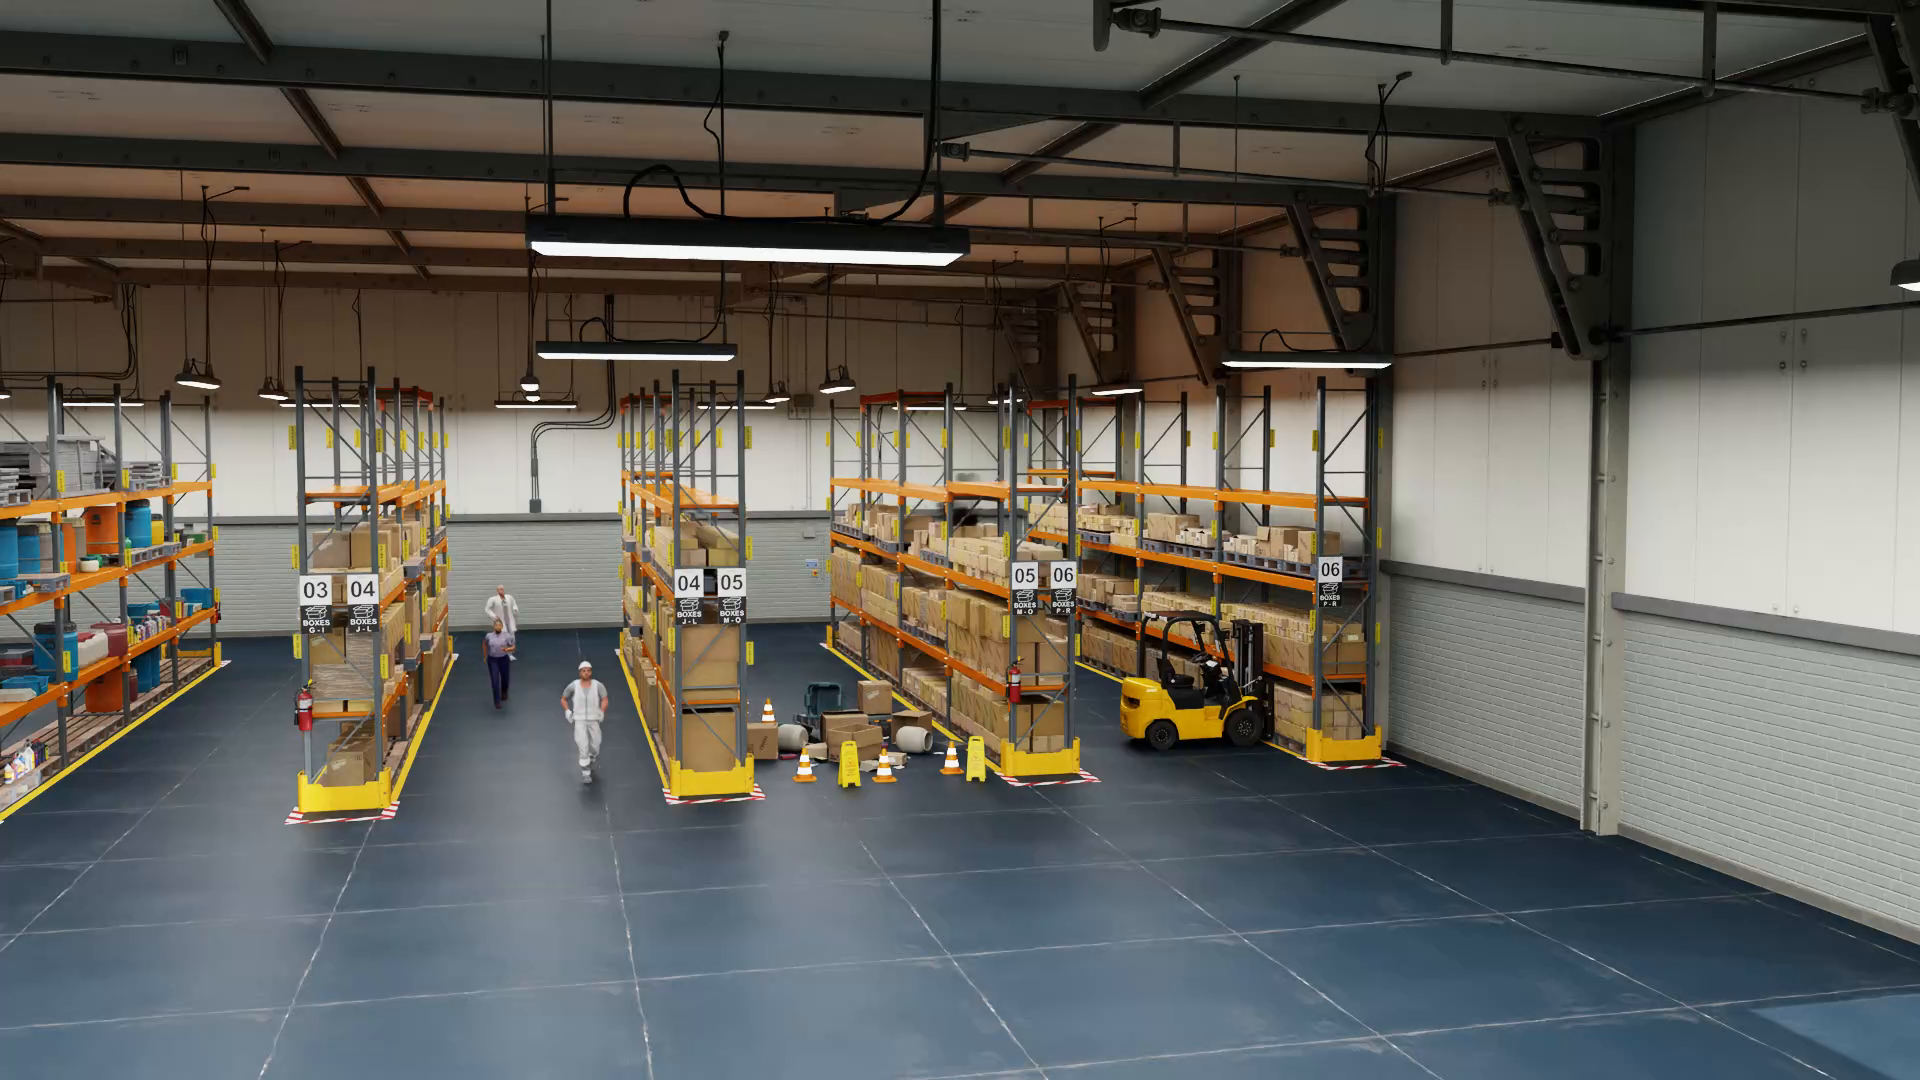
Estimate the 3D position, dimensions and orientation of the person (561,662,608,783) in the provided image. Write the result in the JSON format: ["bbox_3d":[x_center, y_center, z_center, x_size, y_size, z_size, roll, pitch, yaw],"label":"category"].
[{"bbox_3d":[-5.525,2.660,24.496,0.683,1.759,0.695,-1,4,-18],"label":"person"}]

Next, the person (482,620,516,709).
[{"bbox_3d":[-8.655,2.303,31.228,0.607,1.632,0.888,-1,4,-15],"label":"person"}]

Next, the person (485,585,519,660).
[{"bbox_3d":[-10.398,1.884,37.897,0.730,1.727,0.671,-3,4,-39],"label":"person"}]
